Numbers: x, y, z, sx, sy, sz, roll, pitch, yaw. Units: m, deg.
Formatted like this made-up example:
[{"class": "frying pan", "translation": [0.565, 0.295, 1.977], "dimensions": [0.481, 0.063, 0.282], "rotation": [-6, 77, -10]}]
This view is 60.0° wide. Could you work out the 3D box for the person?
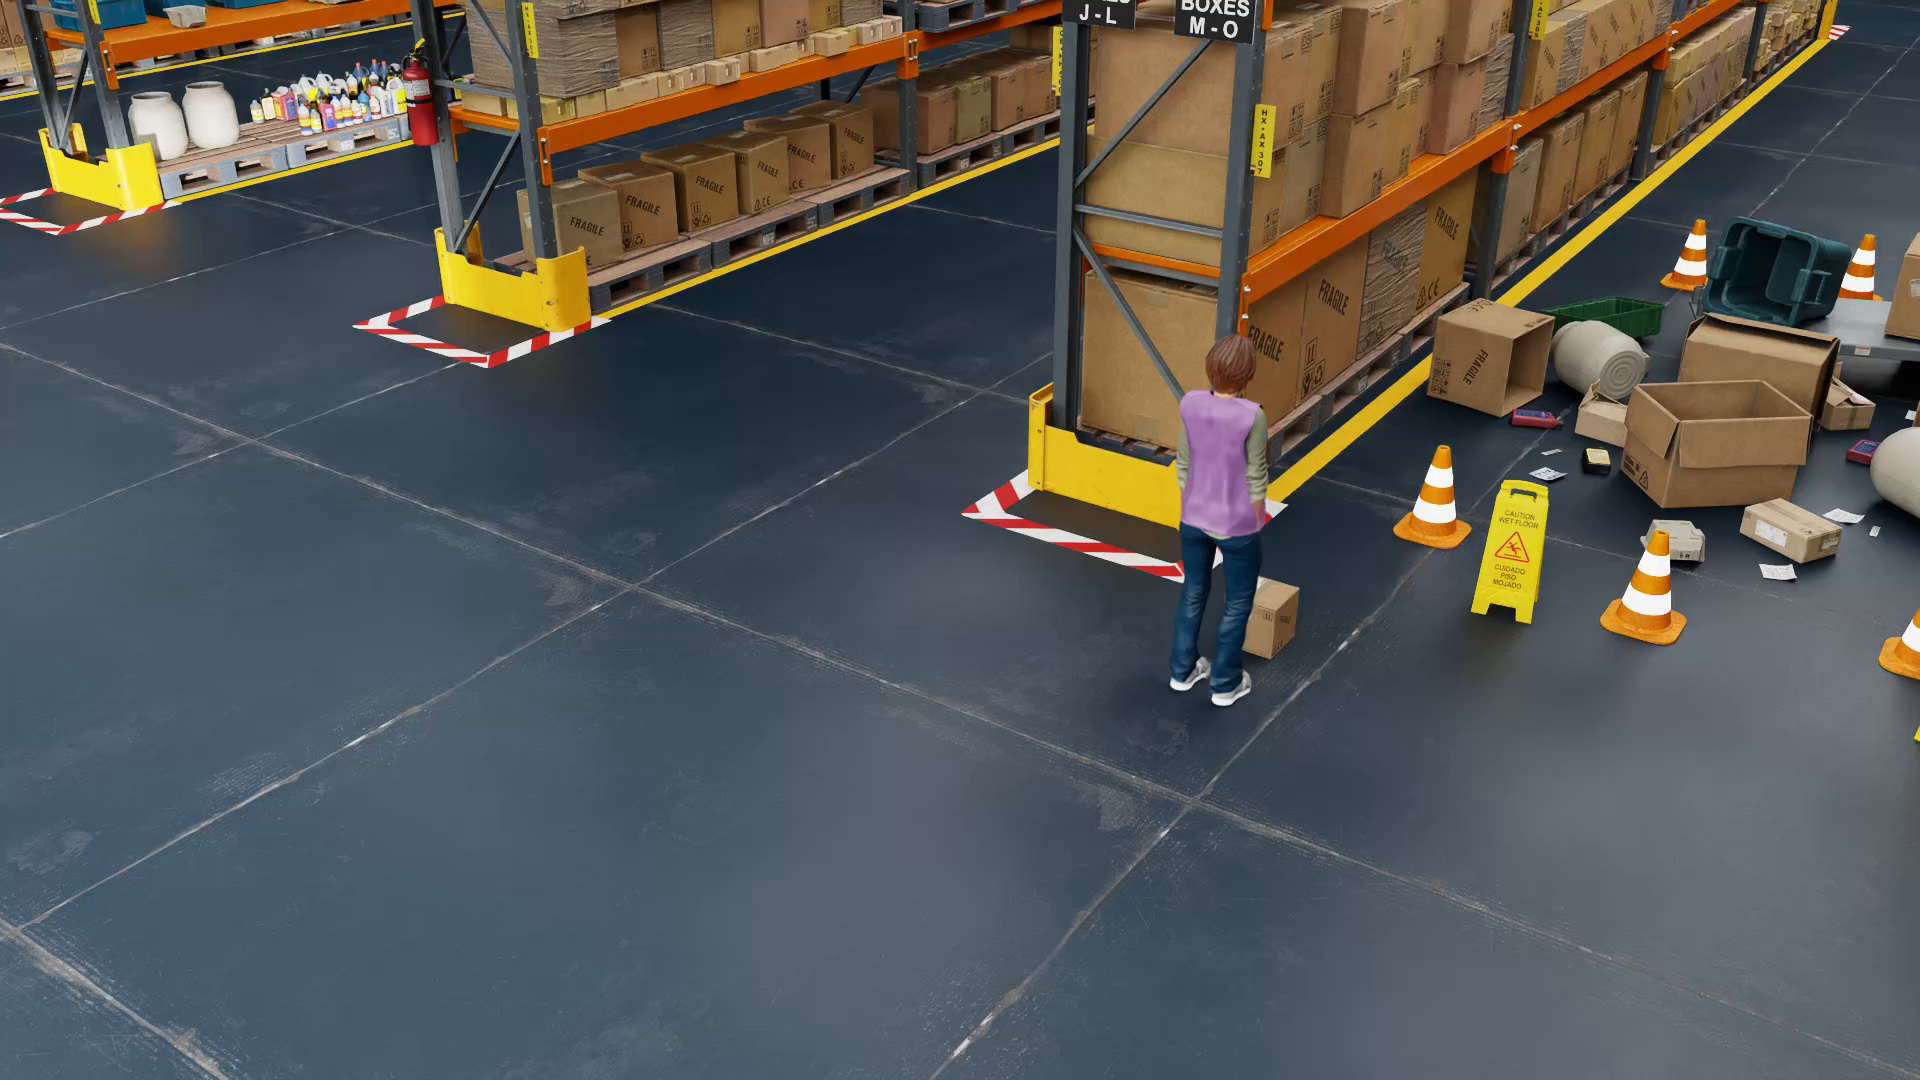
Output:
[{"class": "person", "translation": [1.047, -0.074, 6.784], "dimensions": [0.408, 1.593, 0.299], "rotation": [18, 32, 31]}]
